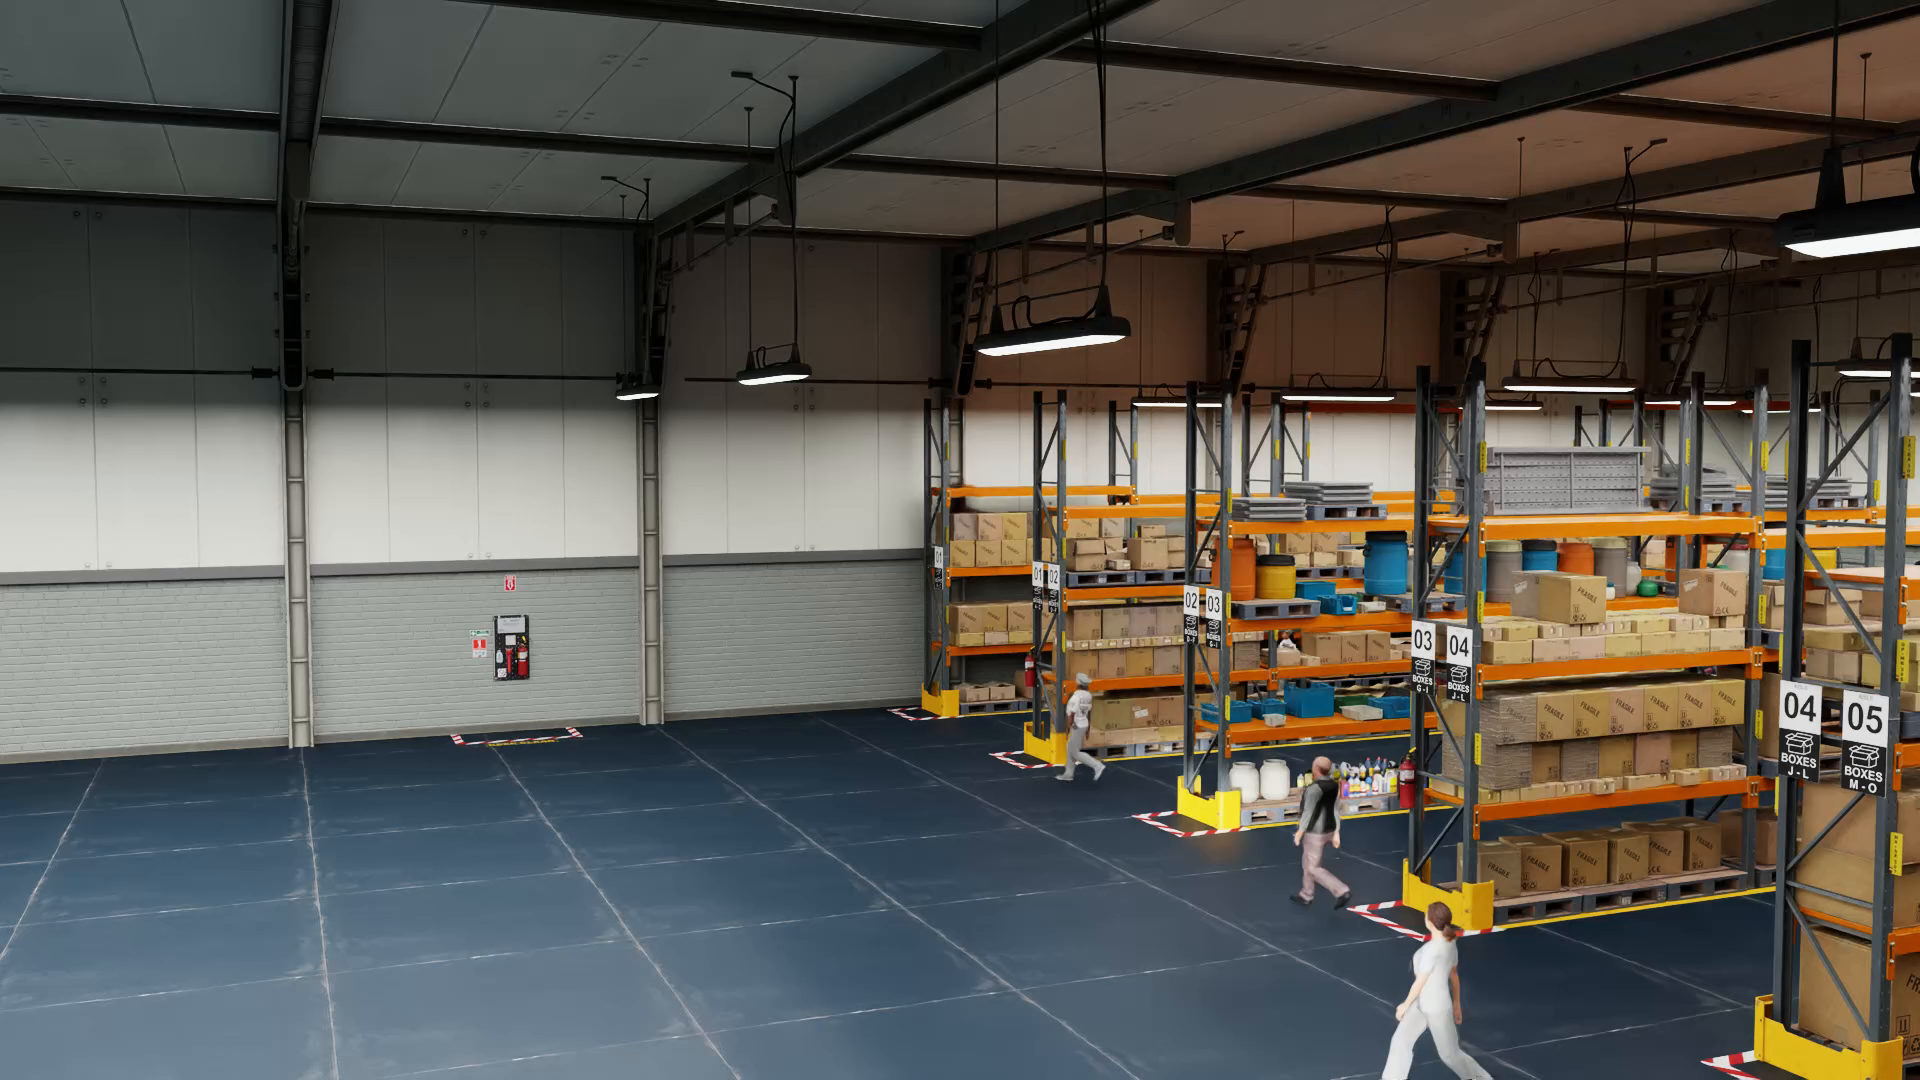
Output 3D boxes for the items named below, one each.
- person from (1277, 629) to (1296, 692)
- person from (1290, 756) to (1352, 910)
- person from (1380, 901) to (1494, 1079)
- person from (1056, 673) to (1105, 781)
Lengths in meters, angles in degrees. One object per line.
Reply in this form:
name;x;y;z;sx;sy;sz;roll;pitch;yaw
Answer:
person;6.261;2.452;31.794;0.708;1.657;0.513;-2;4;-26
person;3.977;3.235;18.326;0.894;1.699;0.529;3;4;40
person;3.654;3.586;12.814;1.039;1.625;0.408;0;3;3
person;1.822;2.841;25.186;0.801;1.669;0.442;1;3;13
